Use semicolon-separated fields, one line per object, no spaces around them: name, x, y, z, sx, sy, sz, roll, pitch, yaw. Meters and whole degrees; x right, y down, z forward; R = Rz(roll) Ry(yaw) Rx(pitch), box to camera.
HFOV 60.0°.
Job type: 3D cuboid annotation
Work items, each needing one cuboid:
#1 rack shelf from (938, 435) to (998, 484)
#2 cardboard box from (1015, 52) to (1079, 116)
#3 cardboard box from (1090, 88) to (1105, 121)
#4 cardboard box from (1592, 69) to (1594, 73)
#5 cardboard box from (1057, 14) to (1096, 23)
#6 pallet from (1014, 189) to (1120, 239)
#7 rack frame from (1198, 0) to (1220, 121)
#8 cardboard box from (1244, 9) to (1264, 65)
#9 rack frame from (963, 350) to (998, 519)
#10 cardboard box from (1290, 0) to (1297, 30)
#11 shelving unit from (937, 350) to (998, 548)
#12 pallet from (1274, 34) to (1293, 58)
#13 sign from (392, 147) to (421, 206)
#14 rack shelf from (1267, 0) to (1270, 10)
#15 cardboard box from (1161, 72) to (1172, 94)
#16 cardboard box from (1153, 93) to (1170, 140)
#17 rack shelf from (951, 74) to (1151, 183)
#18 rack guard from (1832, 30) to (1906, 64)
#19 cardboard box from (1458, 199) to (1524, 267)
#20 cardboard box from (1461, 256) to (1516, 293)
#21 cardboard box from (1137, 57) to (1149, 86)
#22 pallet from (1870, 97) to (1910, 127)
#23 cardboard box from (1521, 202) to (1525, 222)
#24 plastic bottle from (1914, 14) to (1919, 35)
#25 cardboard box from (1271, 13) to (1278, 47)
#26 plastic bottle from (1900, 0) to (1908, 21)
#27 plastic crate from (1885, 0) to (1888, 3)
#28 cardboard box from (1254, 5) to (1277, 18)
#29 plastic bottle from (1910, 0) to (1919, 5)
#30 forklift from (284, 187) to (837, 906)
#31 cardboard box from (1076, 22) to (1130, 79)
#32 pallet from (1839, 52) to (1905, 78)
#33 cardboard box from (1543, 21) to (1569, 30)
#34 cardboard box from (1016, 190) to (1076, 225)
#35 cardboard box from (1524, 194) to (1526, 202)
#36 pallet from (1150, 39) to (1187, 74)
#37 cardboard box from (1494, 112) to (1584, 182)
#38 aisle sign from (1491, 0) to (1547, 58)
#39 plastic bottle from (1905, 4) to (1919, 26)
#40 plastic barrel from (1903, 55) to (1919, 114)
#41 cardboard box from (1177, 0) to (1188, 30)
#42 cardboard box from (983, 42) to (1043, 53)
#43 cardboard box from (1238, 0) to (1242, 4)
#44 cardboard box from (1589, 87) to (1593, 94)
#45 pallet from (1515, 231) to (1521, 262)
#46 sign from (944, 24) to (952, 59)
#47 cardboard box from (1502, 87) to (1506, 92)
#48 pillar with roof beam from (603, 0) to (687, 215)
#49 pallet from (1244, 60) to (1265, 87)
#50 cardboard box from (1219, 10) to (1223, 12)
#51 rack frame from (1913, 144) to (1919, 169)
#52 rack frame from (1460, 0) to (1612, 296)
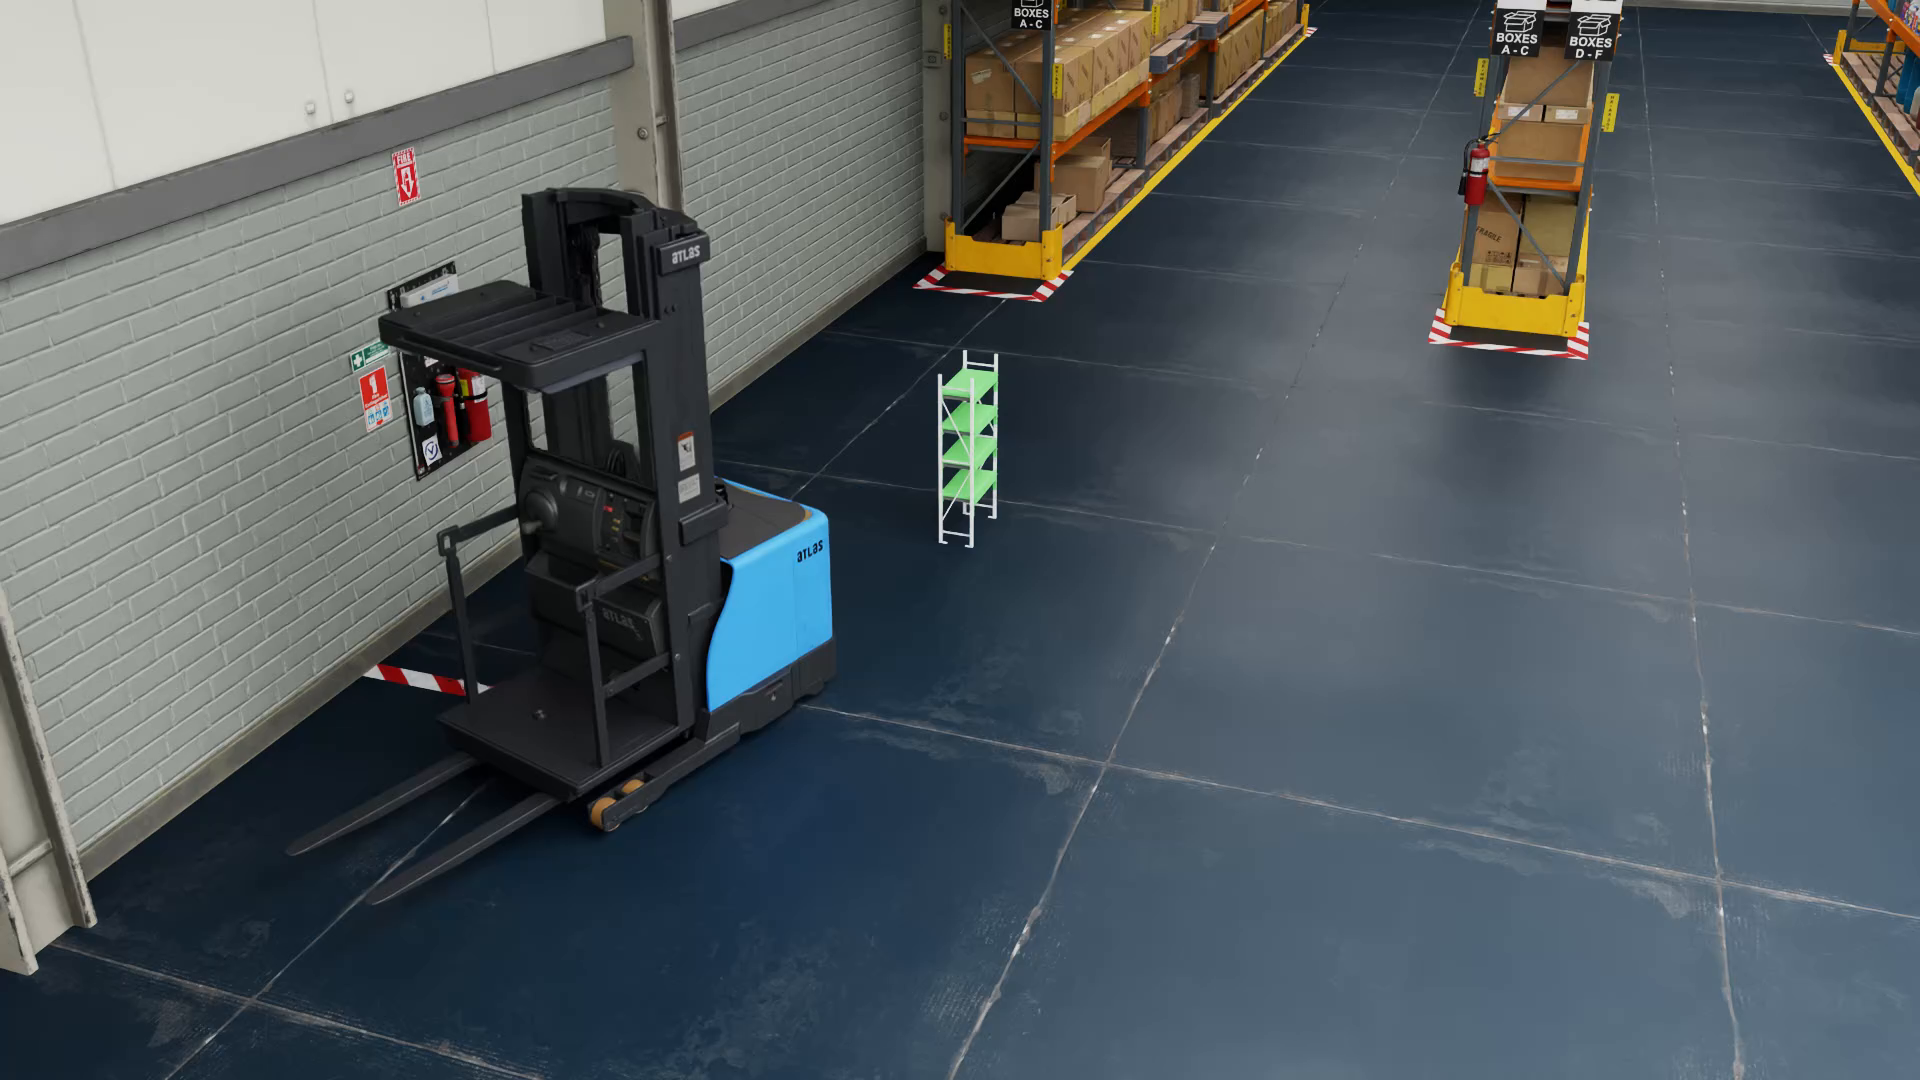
rack shelf;0.055;-0.551;11.157;0.258;0.148;0.480;9;27;17
cardboard box;0.853;-4.491;16.372;0.500;0.500;0.500;9;27;18
cardboard box;1.207;-4.579;17.415;0.500;0.250;0.500;8;27;17
cardboard box;6.016;-4.549;16.344;0.380;0.149;0.250;10;27;19
cardboard box;1.213;-5.607;18.677;0.500;0.500;0.500;9;27;17
pallet;1.147;-3.664;18.575;1.003;0.211;1.213;9;27;17
rack frame;3.073;-7.347;22.982;1.000;3.000;0.127;9;27;17
cardboard box;4.310;-7.926;26.163;0.750;0.750;0.750;9;27;18
rack frame;0.136;-0.708;11.336;0.240;1.200;0.015;9;27;17
cardboard box;5.596;-9.396;29.601;0.700;0.500;0.500;9;27;17
shelving unit;0.055;-0.608;11.129;0.258;1.200;0.503;9;27;17
pallet;5.135;-8.540;28.645;1.003;0.211;1.213;9;27;17
sign;-3.124;-2.051;9.384;0.001;0.298;0.199;9;27;17
rack shelf;5.069;-9.489;28.231;1.077;0.370;4.000;9;27;17
cardboard box;2.467;-6.017;21.737;0.500;0.250;0.500;9;27;17
cardboard box;2.303;-5.504;21.540;0.700;0.500;0.500;9;27;18
rack shelf;1.076;-4.557;18.046;1.077;0.370;4.000;9;27;17
rack guard;15.073;-8.084;27.373;1.175;0.500;0.348;9;27;17
cardboard box;4.981;-2.895;15.600;0.500;0.500;0.500;9;27;17
cardboard box;4.983;-2.557;15.762;0.500;0.250;0.500;9;27;17
cardboard box;1.870;-5.406;19.122;0.500;0.250;0.500;9;27;18
pallet;13.450;-5.988;23.375;1.003;0.211;1.213;9;27;17
cardboard box;5.803;-3.586;17.888;0.500;0.250;0.500;9;27;17
plastic bottle;12.848;-6.887;22.175;0.152;0.276;0.135;9;27;17
cardboard box;4.920;-8.553;27.859;0.700;0.500;0.500;8;27;17
plastic bottle;13.222;-7.413;23.251;0.061;0.283;0.133;9;27;17
plastic crate;13.865;-7.956;24.487;0.437;0.125;0.590;9;27;17
cardboard box;5.035;-8.753;27.529;0.380;0.149;0.250;10;27;19
plastic bottle;13.310;-7.417;23.184;0.144;0.351;0.185;9;27;17
forklift;-1.984;-0.113;8.120;1.130;2.935;3.031;18;31;32
cardboard box;1.538;-5.332;18.108;0.500;0.500;0.500;8;27;16
pallet;14.766;-7.609;26.724;1.003;0.211;1.213;9;27;17
cardboard box;5.605;-4.607;15.720;0.700;0.500;0.500;9;27;18
cardboard box;0.915;-3.553;17.726;0.500;0.311;0.500;11;28;22
cardboard box;5.806;-3.923;17.724;0.500;0.500;0.500;9;27;17
pallet;2.133;-5.910;20.234;1.003;0.211;1.213;9;27;17
cardboard box;5.251;-3.577;15.082;0.700;0.500;0.500;9;27;17
aisle sign;4.784;-4.528;14.177;0.394;0.787;0.004;9;27;17
plastic bottle;13.111;-7.213;22.847;0.152;0.276;0.135;9;27;17
plastic barrel;13.313;-6.286;22.718;0.600;0.901;0.708;9;27;17
cardboard box;2.532;-6.880;21.398;0.700;0.500;0.500;9;27;17
cardboard box;0.544;-4.768;16.945;0.500;0.500;0.500;9;27;18
cardboard box;3.995;-8.083;24.768;0.380;0.149;0.250;10;27;19
cardboard box;5.672;-4.124;15.466;0.380;0.149;0.250;8;27;17
pallet;5.706;-2.907;17.012;1.003;0.211;1.213;9;27;17
sign;-0.106;-4.811;16.054;0.100;0.325;0.005;9;27;17
cardboard box;5.201;-4.077;15.369;0.380;0.149;0.250;8;27;17
pillar with roof beam;1.891;-4.082;9.356;9.100;9.000;0.400;9;27;17
pallet;4.218;-7.407;26.307;1.003;0.211;1.213;9;27;17
cardboard box;3.493;-7.447;23.453;0.380;0.149;0.250;9;27;18
rack frame;12.415;-5.910;20.014;1.000;3.000;0.127;9;27;17
rack frame;5.083;-3.342;14.711;1.000;3.000;0.127;9;27;17
